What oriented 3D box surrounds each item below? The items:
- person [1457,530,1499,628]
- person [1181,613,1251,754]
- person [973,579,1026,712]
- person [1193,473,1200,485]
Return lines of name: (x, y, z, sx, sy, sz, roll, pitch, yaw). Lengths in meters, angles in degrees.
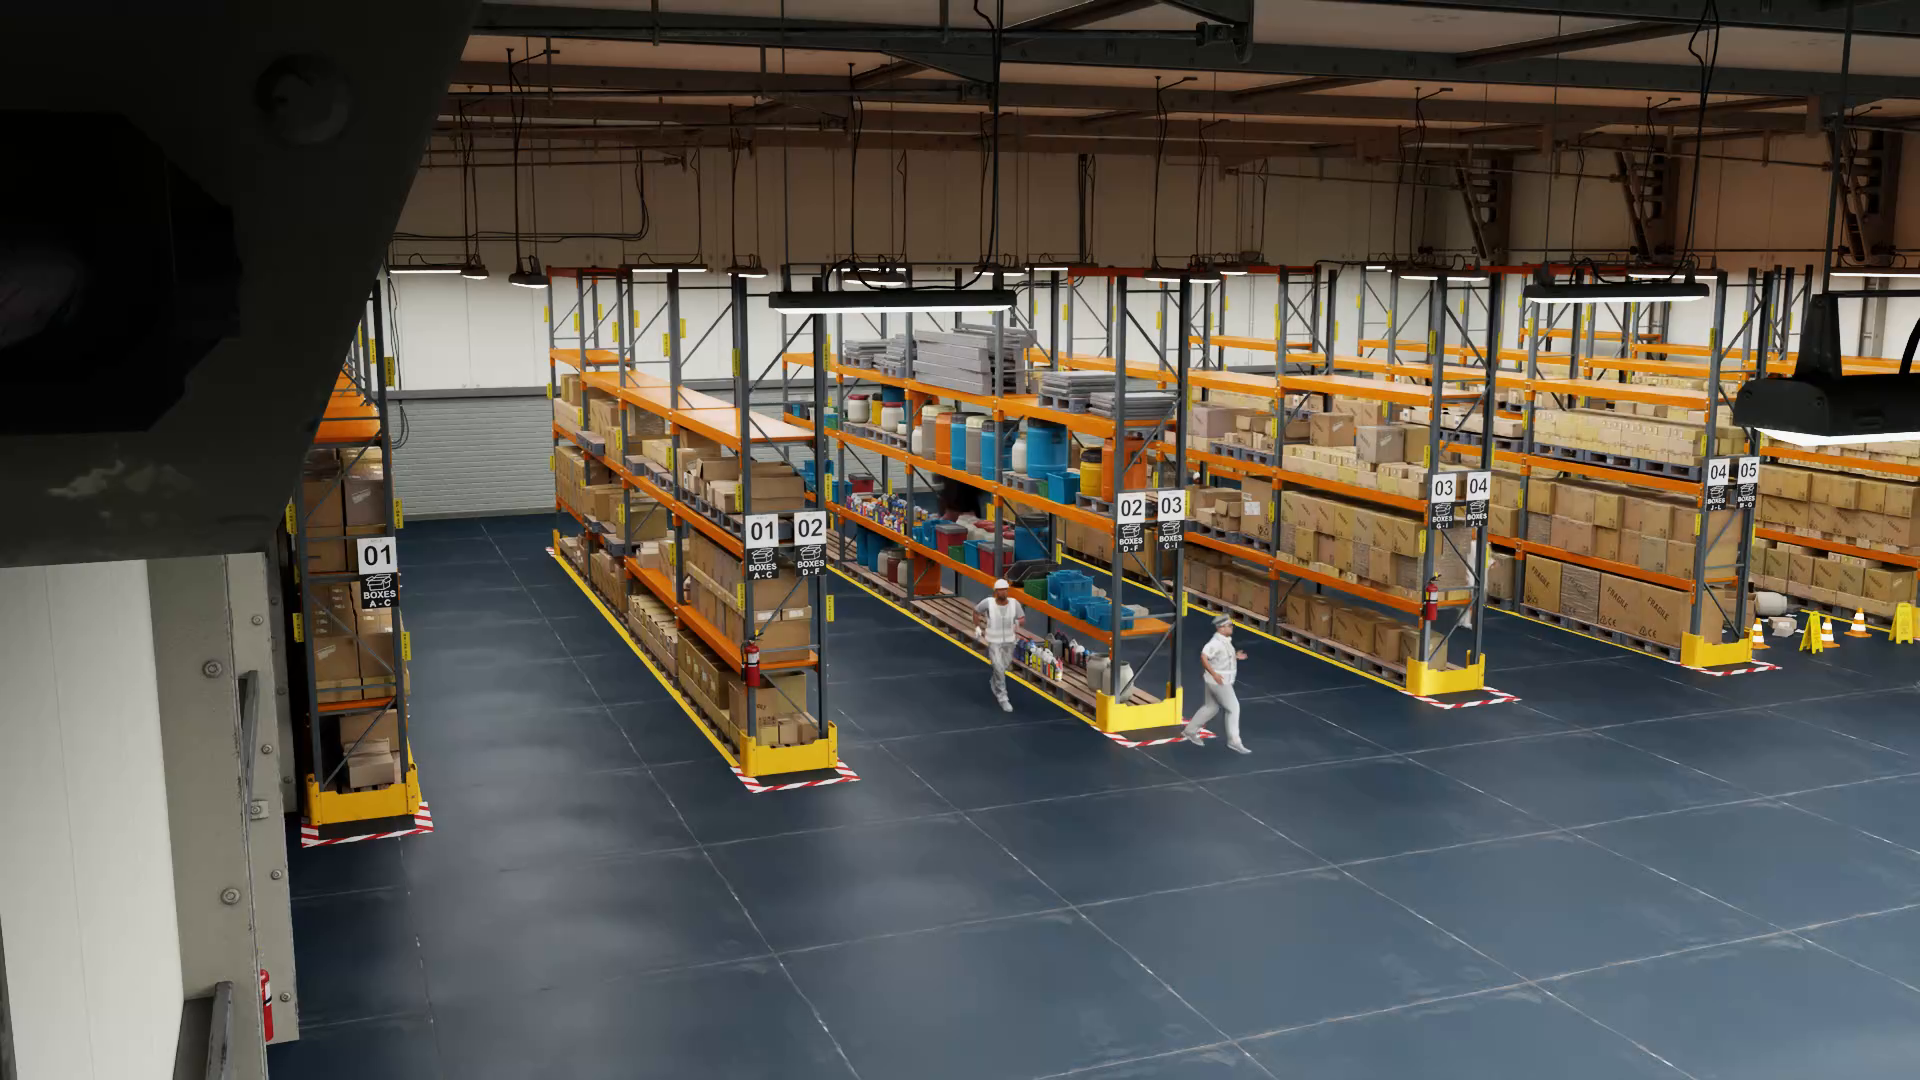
person: (8.692, 0.643, 27.900, 0.705, 1.737, 0.699, -7, 12, -33)
person: (3.280, 1.818, 21.156, 0.871, 1.822, 0.637, 0, 10, 1)
person: (0.567, 1.411, 23.210, 0.679, 1.782, 0.992, -3, 10, -19)
person: (4.907, -0.520, 34.502, 0.698, 1.774, 0.853, -4, 11, -21)
